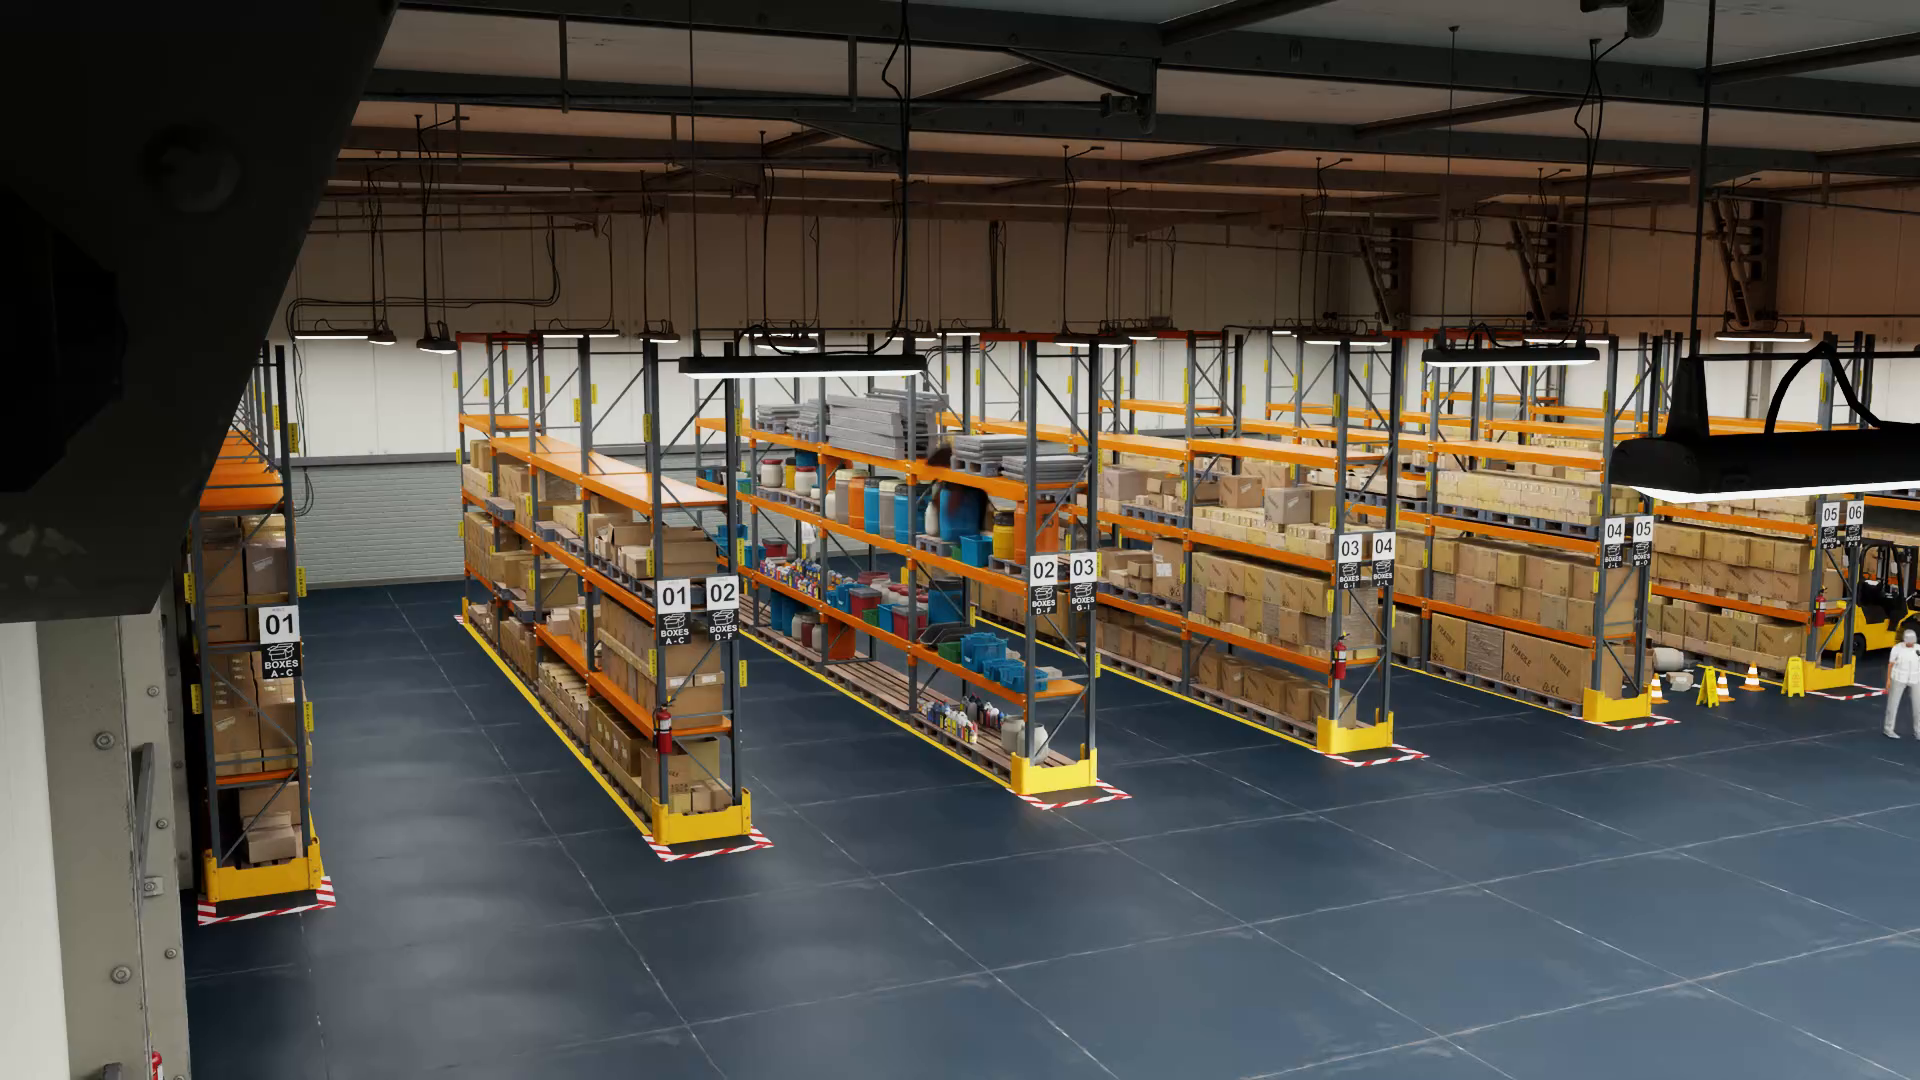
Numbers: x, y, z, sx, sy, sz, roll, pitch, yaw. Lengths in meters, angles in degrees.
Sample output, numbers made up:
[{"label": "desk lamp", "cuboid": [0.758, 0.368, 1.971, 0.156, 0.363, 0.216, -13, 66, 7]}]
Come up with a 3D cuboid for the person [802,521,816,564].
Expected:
[{"label": "person", "cuboid": [-3.700, 0.081, 40.161, 0.473, 1.659, 0.708, -4, 9, -29]}]

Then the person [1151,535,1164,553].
[{"label": "person", "cuboid": [4.344, 0.697, 35.779, 0.426, 1.613, 1.039, -4, 8, -24]}]

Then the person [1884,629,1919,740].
[{"label": "person", "cuboid": [14.251, 2.153, 24.988, 0.579, 1.659, 0.435, 3, 8, 20]}]
